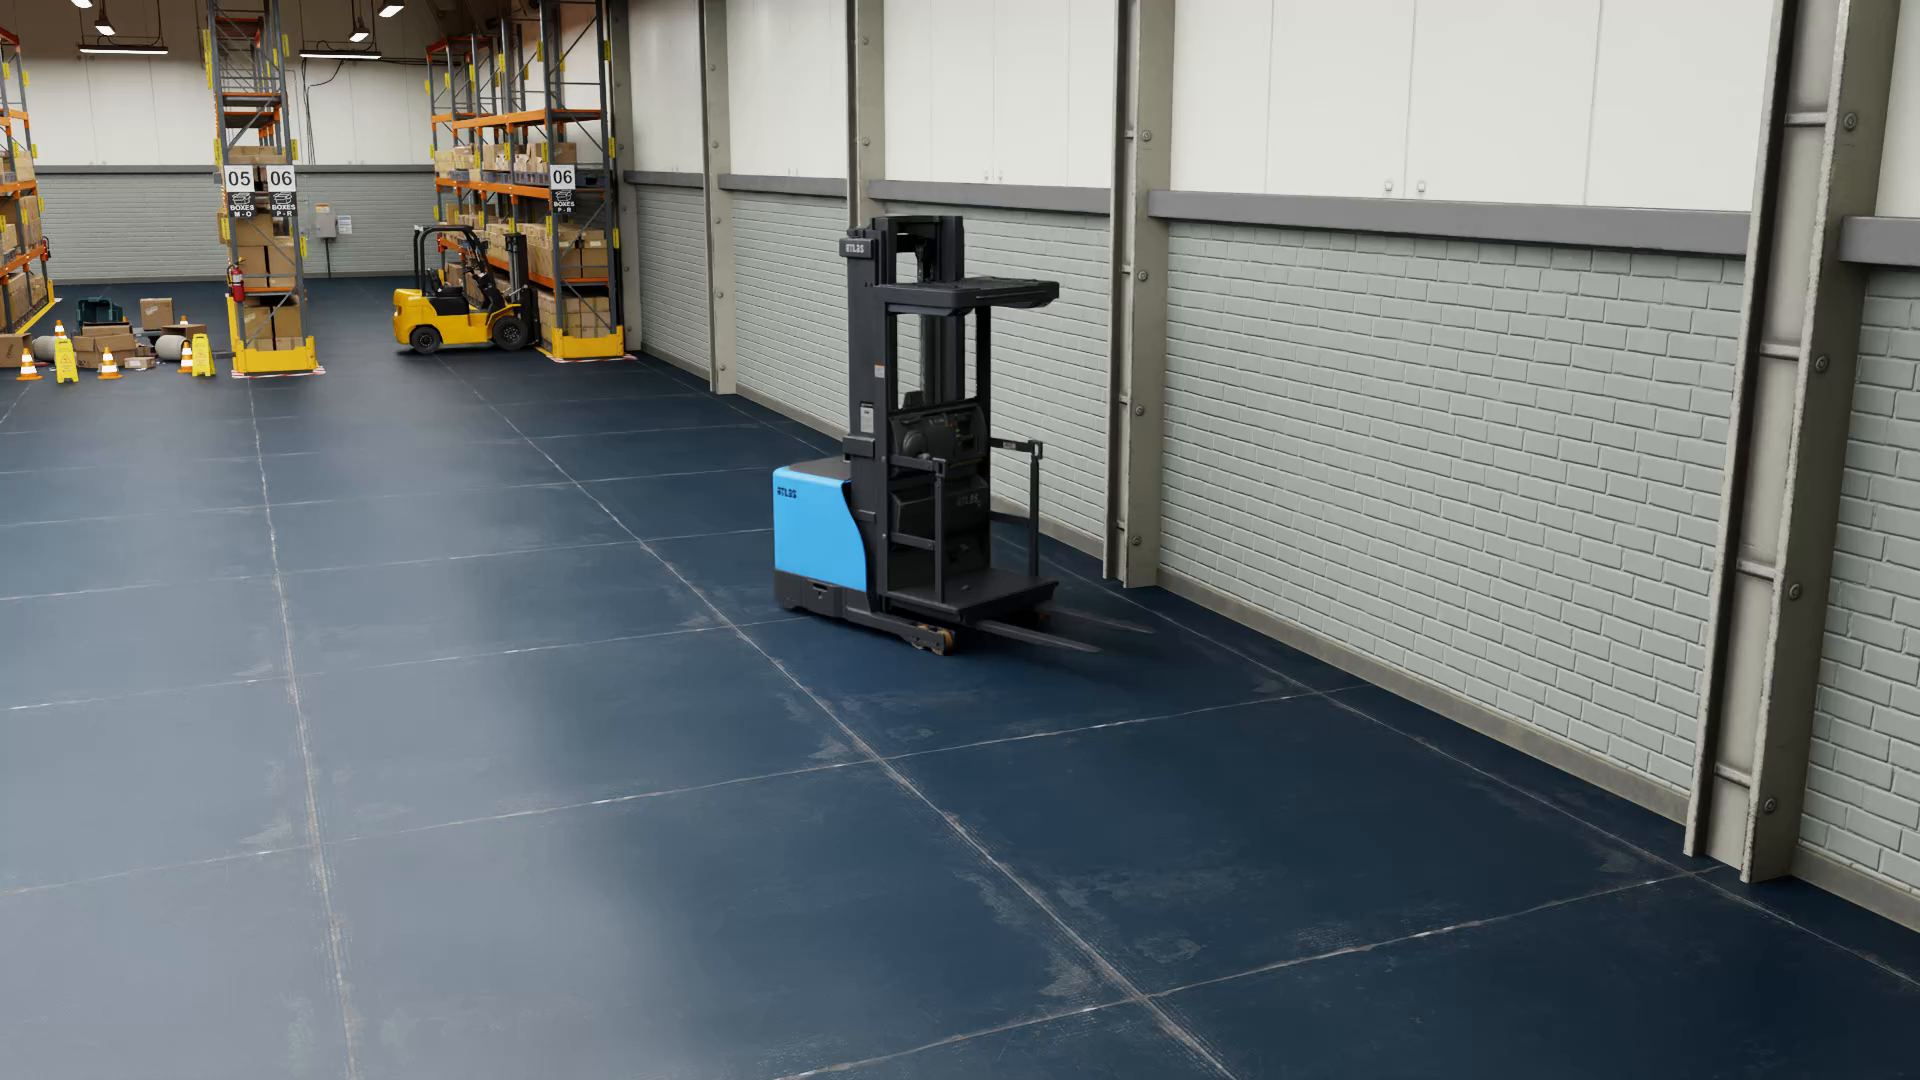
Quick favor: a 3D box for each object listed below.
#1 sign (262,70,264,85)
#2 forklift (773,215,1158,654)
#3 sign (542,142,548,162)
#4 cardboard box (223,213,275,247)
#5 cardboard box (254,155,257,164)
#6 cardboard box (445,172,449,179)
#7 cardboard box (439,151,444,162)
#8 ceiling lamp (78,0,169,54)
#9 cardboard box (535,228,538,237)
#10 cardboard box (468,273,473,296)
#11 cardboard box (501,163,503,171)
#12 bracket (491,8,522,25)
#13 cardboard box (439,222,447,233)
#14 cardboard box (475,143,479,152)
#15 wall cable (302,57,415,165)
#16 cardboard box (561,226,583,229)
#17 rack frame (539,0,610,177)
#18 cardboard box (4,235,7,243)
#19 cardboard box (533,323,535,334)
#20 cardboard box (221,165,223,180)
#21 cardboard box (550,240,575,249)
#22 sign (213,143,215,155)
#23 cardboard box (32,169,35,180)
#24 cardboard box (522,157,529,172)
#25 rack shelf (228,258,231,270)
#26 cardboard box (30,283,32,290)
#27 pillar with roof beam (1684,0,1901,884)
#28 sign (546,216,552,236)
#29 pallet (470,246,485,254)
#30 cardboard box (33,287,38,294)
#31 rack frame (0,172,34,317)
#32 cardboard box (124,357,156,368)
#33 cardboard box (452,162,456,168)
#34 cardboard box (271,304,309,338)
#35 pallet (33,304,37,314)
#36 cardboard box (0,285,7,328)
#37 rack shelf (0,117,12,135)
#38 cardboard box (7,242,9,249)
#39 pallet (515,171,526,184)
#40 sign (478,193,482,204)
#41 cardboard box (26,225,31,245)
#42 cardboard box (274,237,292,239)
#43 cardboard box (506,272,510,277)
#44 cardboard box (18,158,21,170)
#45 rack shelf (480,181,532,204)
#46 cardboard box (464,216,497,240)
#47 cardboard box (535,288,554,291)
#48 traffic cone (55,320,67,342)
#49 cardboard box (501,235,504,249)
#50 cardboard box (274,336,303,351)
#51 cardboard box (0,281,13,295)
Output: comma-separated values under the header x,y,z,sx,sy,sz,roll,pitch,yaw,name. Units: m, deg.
x,y,z,sx,sy,sz,roll,pitch,yaw,name
-15.235,-10.123,36.406,0.100,0.325,0.005,-6,14,-23,sign
0.006,-0.772,11.705,3.031,2.935,1.130,12,18,42,forklift
-6.877,-6.434,27.574,0.100,0.325,0.005,-6,14,-23,sign
-11.325,-4.943,26.476,0.700,0.500,0.500,-6,14,-24,cardboard box
-11.999,-6.576,28.766,0.380,0.149,0.250,-5,14,-22,cardboard box
-12.239,-8.807,40.174,0.380,0.149,0.250,-5,14,-22,cardboard box
-12.435,-9.384,40.676,0.500,0.250,0.500,-6,14,-24,cardboard box
-20.627,-13.584,40.660,2.000,3.185,0.800,-6,14,-23,ceiling lamp
-7.314,-5.445,29.423,0.380,0.149,0.250,-5,14,-22,cardboard box
-10.971,-5.862,38.158,0.500,0.500,0.500,-6,14,-24,cardboard box
-8.695,-7.244,32.268,0.380,0.149,0.250,-6,14,-23,cardboard box
-9.754,-11.353,35.982,0.076,0.066,4.783,-6,14,-23,bracket
-12.848,-7.885,41.959,0.500,0.250,0.500,-6,14,-23,cardboard box
-10.859,-8.935,37.997,0.396,0.266,0.258,-6,14,-23,cardboard box
-16.609,-11.884,46.177,2.988,3.039,0.133,-6,14,-23,wall cable
-7.015,-5.600,30.095,0.380,0.149,0.250,-5,14,-21,cardboard box
-6.374,-7.548,27.526,1.000,3.000,0.127,-6,14,-23,rack frame
-19.147,-5.972,32.988,0.380,0.149,0.250,-6,14,-23,cardboard box
-7.463,-3.872,30.114,0.500,0.250,0.500,-5,14,-21,cardboard box
-11.785,-6.002,27.170,0.500,0.250,0.500,-5,14,-21,cardboard box
-6.770,-5.037,28.319,0.380,0.149,0.250,-5,14,-22,cardboard box
-17.841,-9.359,39.888,0.100,0.325,0.005,-6,14,-23,sign
-21.400,-8.332,37.899,0.500,0.250,0.500,-6,14,-24,cardboard box
-7.660,-6.767,29.948,0.396,0.266,0.258,-6,14,-24,cardboard box
-14.926,-5.892,35.270,1.077,0.370,4.000,-6,14,-23,rack shelf
-20.227,-5.445,35.817,0.380,0.149,0.250,-5,14,-20,cardboard box
-0.158,-2.426,5.396,9.100,9.000,0.400,-6,14,-23,pillar with roof beam
-6.877,-5.259,27.846,0.100,0.325,0.005,-6,14,-23,sign
-9.915,-6.319,35.944,1.213,0.211,1.003,-6,14,-23,pallet
-20.626,-5.516,36.783,0.380,0.149,0.250,-6,14,-23,cardboard box
-20.223,-6.188,34.952,1.000,3.000,0.127,-6,14,-23,rack frame
-13.296,-2.876,26.965,0.380,0.149,0.250,1,13,6,cardboard box
-11.354,-8.543,37.880,0.380,0.149,0.250,-5,14,-22,cardboard box
-11.000,-3.603,27.290,0.500,0.500,0.500,-6,14,-25,cardboard box
-20.524,-4.965,35.853,1.003,0.211,1.213,-6,14,-23,pallet
-18.459,-4.336,31.009,1.050,0.750,0.750,-6,14,-24,cardboard box
-19.421,-8.152,32.617,1.077,0.370,4.000,-6,14,-23,rack shelf
-19.251,-5.882,33.257,0.380,0.149,0.250,-6,14,-25,cardboard box
-7.611,-6.696,30.694,1.003,0.211,1.213,-6,14,-23,pallet
-12.267,-8.695,42.518,0.100,0.325,0.005,-6,14,-23,sign
-20.395,-6.608,35.887,0.500,0.500,0.500,-6,14,-23,cardboard box
-11.905,-5.021,29.032,0.500,0.500,0.500,-5,14,-21,cardboard box
-9.757,-5.818,36.531,0.380,0.149,0.250,-5,14,-22,cardboard box
-20.391,-8.044,35.545,0.500,0.250,0.500,-6,14,-23,cardboard box
-8.778,-6.976,33.302,1.077,0.370,4.000,-6,14,-23,rack shelf
-10.670,-6.969,37.174,0.700,0.500,0.500,-6,14,-23,cardboard box
-7.665,-4.467,30.469,0.500,0.250,0.500,-5,14,-21,cardboard box
-16.172,-3.712,29.884,0.336,0.463,0.334,-6,14,-23,traffic cone
-8.820,-5.913,32.988,0.500,0.250,0.500,-5,14,-22,cardboard box
-10.990,-3.233,27.353,0.500,0.250,0.500,-6,14,-23,cardboard box
-18.675,-4.878,32.242,0.500,0.250,0.500,-6,14,-26,cardboard box
